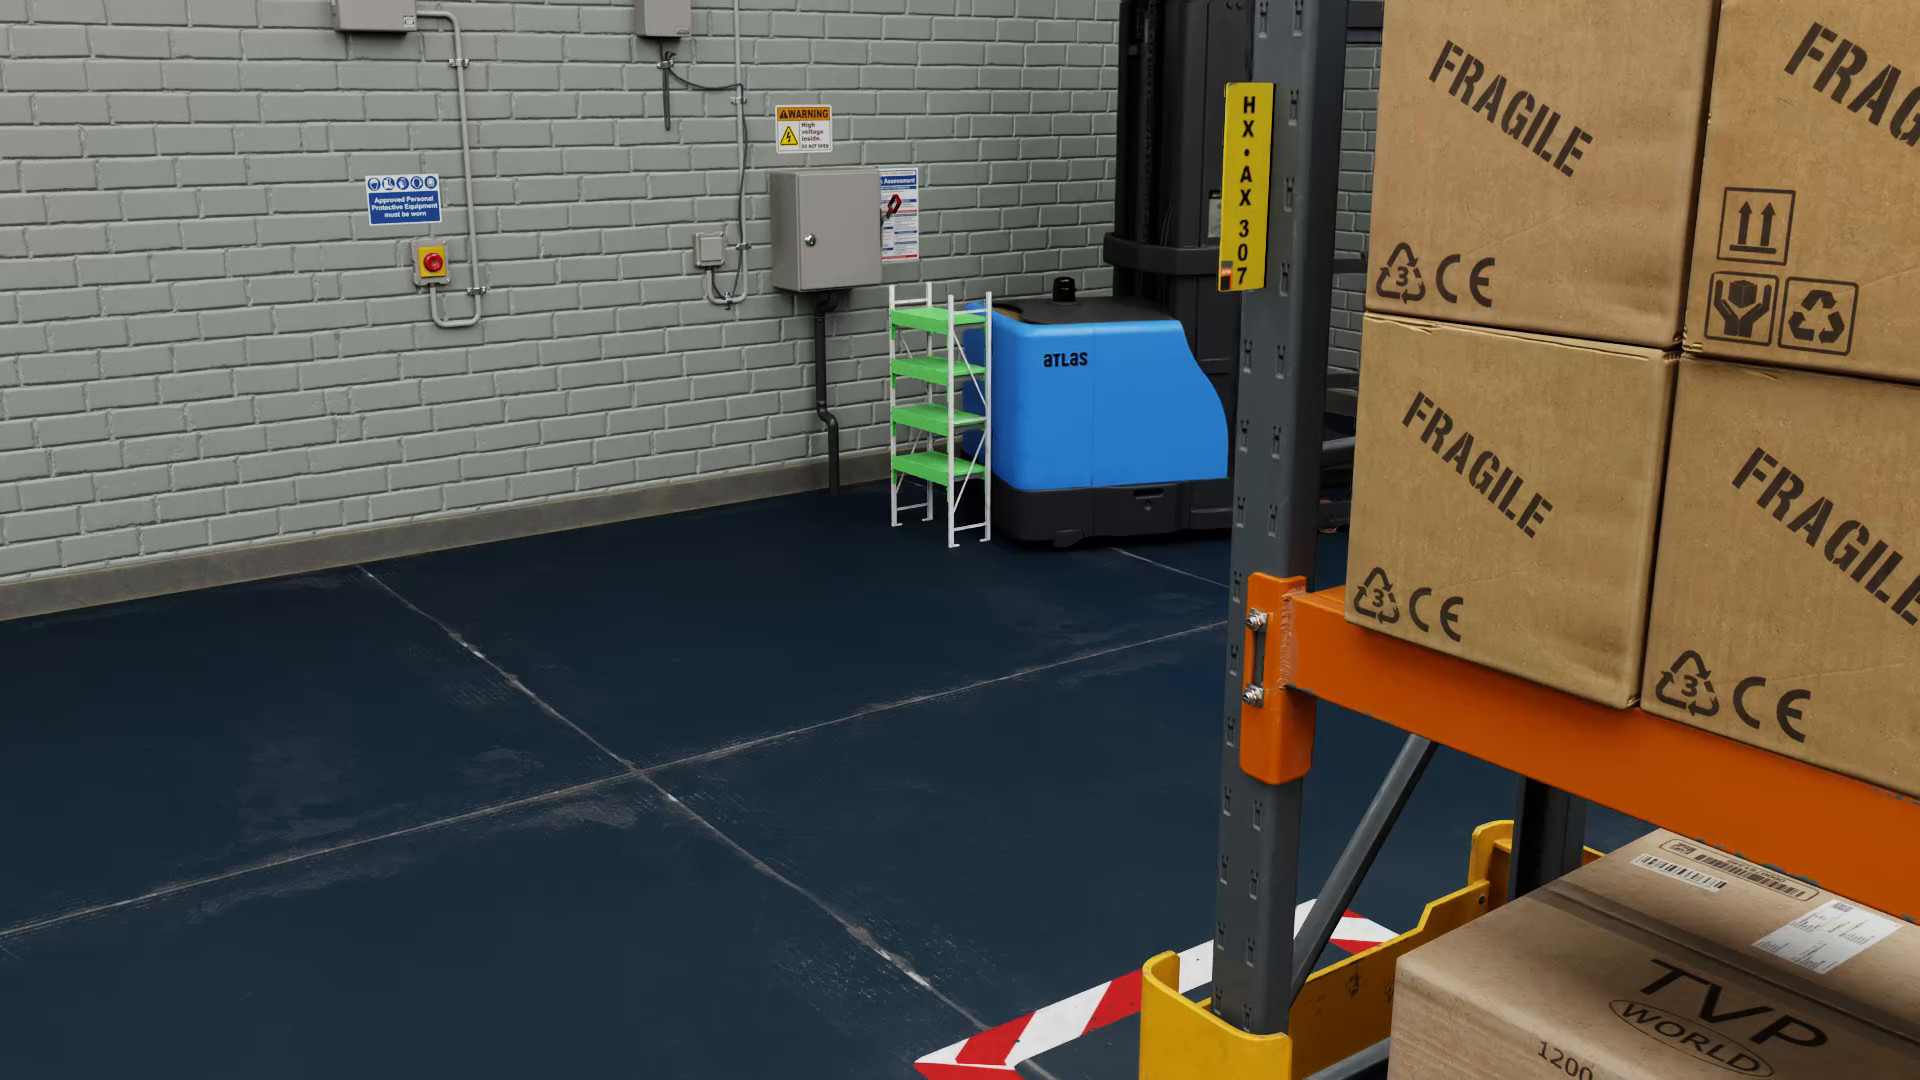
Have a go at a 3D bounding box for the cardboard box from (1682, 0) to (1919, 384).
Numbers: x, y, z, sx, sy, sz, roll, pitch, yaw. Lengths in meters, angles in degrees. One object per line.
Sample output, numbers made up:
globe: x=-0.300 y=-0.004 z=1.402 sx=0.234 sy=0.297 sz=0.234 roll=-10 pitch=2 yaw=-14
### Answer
cardboard box: x=1.272 y=-0.469 z=2.023 sx=0.500 sy=0.500 sz=0.500 roll=-11 pitch=19 yaw=-36

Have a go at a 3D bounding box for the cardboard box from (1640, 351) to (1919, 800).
cardboard box: x=1.281 y=0.008 z=2.174 sx=0.500 sy=0.500 sz=0.500 roll=-11 pitch=19 yaw=-35

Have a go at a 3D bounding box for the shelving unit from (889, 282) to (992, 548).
shelving unit: x=-0.097 y=-0.614 z=8.047 sx=0.258 sy=1.200 sz=0.503 roll=-11 pitch=19 yaw=-35

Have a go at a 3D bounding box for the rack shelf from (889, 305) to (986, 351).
rack shelf: x=-0.097 y=-1.015 z=7.937 sx=0.258 sy=0.148 sz=0.480 roll=-11 pitch=19 yaw=-35

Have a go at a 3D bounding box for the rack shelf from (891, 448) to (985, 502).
rack shelf: x=-0.097 y=-0.321 z=8.127 sx=0.258 sy=0.148 sz=0.480 roll=-11 pitch=19 yaw=-35

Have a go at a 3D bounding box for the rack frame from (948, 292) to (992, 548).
rack frame: x=0.046 y=-0.562 z=7.856 sx=0.240 sy=1.200 sz=0.015 roll=-11 pitch=19 yaw=-35

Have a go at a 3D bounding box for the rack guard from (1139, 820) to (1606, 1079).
rack guard: x=0.897 y=1.006 z=3.452 sx=1.175 sy=0.500 sz=0.348 roll=-11 pitch=19 yaw=-35

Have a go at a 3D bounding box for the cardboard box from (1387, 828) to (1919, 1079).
cardboard box: x=1.380 y=0.964 z=2.928 sx=0.875 sy=0.438 sz=0.875 roll=-12 pitch=19 yaw=-36

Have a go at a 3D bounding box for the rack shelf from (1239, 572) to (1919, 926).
rack shelf: x=2.087 y=0.580 z=1.638 sx=1.077 sy=0.370 sz=4.000 roll=-11 pitch=19 yaw=-35

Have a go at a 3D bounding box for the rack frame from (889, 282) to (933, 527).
rack frame: x=-0.241 y=-0.666 z=8.237 sx=0.240 sy=1.200 sz=0.015 roll=-11 pitch=19 yaw=-35

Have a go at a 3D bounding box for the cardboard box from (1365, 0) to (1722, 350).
cardboard box: x=0.963 y=-0.578 z=2.422 sx=0.500 sy=0.500 sz=0.500 roll=-11 pitch=19 yaw=-36

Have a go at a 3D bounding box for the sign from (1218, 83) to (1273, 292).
sign: x=0.458 y=-0.565 z=2.669 sx=0.100 sy=0.325 sz=0.005 roll=-11 pitch=19 yaw=-35

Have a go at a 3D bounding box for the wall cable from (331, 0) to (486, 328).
wall cable: x=-2.424 y=-1.900 z=7.351 sx=0.585 sy=1.953 sz=0.123 roll=-11 pitch=19 yaw=-35

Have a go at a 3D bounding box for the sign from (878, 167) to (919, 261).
sign: x=-0.361 y=-1.765 z=9.021 sx=0.329 sy=0.494 sz=0.001 roll=-11 pitch=19 yaw=-35

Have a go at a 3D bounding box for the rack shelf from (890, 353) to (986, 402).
rack shelf: x=-0.097 y=-0.784 z=8.000 sx=0.258 sy=0.148 sz=0.480 roll=-11 pitch=19 yaw=-35

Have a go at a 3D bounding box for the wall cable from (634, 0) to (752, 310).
wall cable: x=-1.283 y=-2.107 z=8.169 sx=0.588 sy=1.984 sz=0.122 roll=-11 pitch=19 yaw=-35

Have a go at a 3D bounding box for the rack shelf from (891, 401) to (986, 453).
rack shelf: x=-0.097 y=-0.552 z=8.064 sx=0.258 sy=0.148 sz=0.480 roll=-11 pitch=19 yaw=-35

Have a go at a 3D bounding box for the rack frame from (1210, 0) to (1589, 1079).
rack frame: x=0.911 y=-0.194 z=3.103 sx=1.000 sy=3.000 sz=0.127 roll=-11 pitch=19 yaw=-35

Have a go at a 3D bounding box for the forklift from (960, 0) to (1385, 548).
forklift: x=1.577 y=-1.575 z=8.279 sx=3.031 sy=2.935 sz=1.130 roll=-4 pitch=16 yaw=-15

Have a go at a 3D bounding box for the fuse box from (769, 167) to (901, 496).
fuse box: x=-0.639 y=-1.068 z=8.737 sx=0.539 sy=1.711 sz=0.414 roll=-11 pitch=19 yaw=-35

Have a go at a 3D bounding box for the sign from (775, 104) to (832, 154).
sign: x=-0.805 y=-2.123 z=8.588 sx=0.339 sy=0.242 sz=0.001 roll=-11 pitch=19 yaw=-35

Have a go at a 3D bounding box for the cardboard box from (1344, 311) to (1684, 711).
cardboard box: x=0.961 y=-0.095 z=2.553 sx=0.500 sy=0.500 sz=0.500 roll=-11 pitch=19 yaw=-35

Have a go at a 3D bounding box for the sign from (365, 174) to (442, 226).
sign: x=-2.499 y=-1.531 z=7.474 sx=0.327 sy=0.218 sz=0.001 roll=-11 pitch=19 yaw=-35
